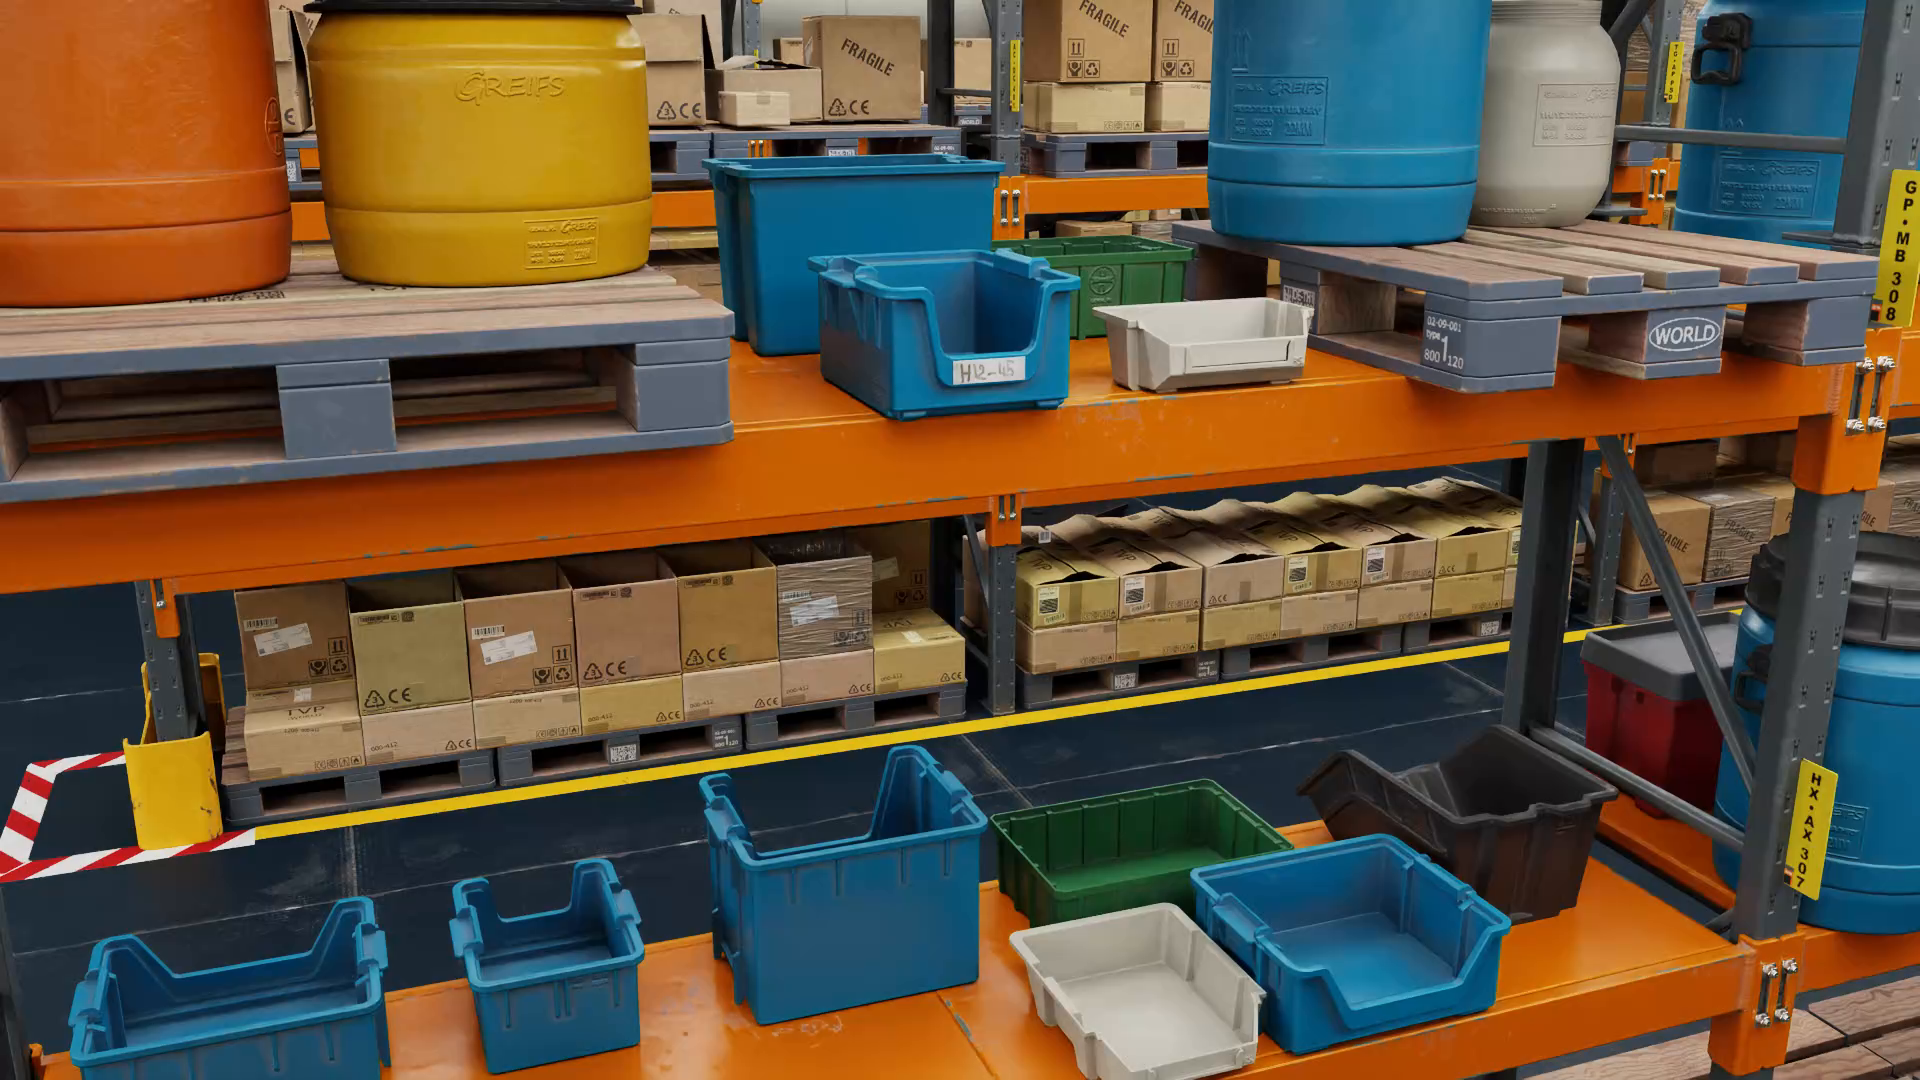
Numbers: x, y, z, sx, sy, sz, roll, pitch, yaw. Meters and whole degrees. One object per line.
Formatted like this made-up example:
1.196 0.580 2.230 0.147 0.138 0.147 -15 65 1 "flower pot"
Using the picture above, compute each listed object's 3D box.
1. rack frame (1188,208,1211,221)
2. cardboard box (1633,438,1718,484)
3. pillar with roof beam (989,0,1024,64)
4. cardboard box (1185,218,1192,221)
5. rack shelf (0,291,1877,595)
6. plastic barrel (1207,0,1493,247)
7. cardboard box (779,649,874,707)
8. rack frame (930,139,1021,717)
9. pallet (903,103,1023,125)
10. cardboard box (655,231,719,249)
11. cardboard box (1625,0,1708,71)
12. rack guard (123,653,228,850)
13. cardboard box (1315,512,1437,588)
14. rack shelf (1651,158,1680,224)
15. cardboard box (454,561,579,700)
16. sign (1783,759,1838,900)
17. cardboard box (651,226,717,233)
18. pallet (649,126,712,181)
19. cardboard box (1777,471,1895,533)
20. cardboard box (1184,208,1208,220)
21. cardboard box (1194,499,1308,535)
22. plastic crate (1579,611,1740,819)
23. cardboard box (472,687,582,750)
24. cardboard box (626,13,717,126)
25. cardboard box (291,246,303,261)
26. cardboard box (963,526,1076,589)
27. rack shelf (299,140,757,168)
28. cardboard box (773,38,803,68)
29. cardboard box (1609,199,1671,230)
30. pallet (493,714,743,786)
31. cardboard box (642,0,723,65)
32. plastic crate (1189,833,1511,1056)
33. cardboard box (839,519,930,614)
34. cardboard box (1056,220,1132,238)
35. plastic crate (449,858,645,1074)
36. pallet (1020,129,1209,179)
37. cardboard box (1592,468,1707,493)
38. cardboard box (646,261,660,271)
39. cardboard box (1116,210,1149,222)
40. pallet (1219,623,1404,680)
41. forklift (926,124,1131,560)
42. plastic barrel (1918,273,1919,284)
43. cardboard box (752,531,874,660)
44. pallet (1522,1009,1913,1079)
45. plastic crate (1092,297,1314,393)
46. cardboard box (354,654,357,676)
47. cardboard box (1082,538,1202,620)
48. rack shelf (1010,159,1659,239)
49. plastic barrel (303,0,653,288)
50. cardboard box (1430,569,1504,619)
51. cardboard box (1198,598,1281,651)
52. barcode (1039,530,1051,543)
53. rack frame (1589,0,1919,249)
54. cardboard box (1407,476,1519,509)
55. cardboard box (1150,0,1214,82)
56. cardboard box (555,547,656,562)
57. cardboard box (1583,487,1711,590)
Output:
2.020 -2.336 14.730 0.127 3.000 1.000 -6 17 -20 "rack frame"
4.636 -0.567 11.032 0.500 0.250 0.500 -5 17 -18 "cardboard box"
2.037 -4.178 10.356 0.400 9.000 9.100 -6 17 -20 "pillar with roof beam"
2.366 -2.653 15.069 0.500 0.500 0.500 -6 17 -20 "cardboard box"
-0.038 -0.219 3.472 4.000 0.370 1.077 -6 17 -20 "rack shelf"
0.862 -1.135 3.682 0.708 0.901 0.600 -6 17 -20 "plastic barrel"
-0.765 0.640 8.730 0.500 0.250 0.500 -6 17 -20 "cardboard box"
0.061 -0.630 8.919 0.127 3.000 1.000 -6 17 -20 "rack frame"
-0.134 -3.422 13.436 1.003 0.211 1.213 -6 17 -20 "pallet"
-2.046 -2.101 12.830 0.500 0.500 0.500 -6 17 -20 "cardboard box"
4.205 -3.042 9.859 0.500 0.500 0.500 -6 17 -20 "cardboard box"
-3.697 0.975 7.890 0.348 0.500 1.175 -6 17 -20 "rack guard"
2.439 0.037 9.786 0.500 0.311 0.500 -6 17 -20 "cardboard box"
5.663 -2.329 10.658 4.000 0.370 1.077 -6 17 -20 "rack shelf"
-2.166 0.431 8.110 0.500 0.500 0.500 -6 17 -20 "cardboard box"
2.016 0.687 3.944 0.005 0.325 0.100 -6 17 -20 "sign"
-2.229 -2.238 13.295 0.500 0.500 0.500 -7 18 -21 "cardboard box"
-1.864 -1.812 7.778 1.213 0.211 1.003 -6 17 -20 "pallet"
5.766 -0.173 11.019 0.500 0.500 0.500 -7 18 -22 "cardboard box"
2.350 -3.010 14.953 0.500 0.250 0.500 -6 17 -19 "cardboard box"
1.757 -0.051 10.087 0.500 0.311 0.500 -6 18 -21 "cardboard box"
2.172 0.514 4.911 0.583 0.464 0.402 -6 17 -20 "plastic crate"
-2.162 0.794 8.205 0.500 0.250 0.500 -6 17 -20 "cardboard box"
-1.522 -2.254 7.951 0.637 0.503 0.797 -4 17 -14 "cardboard box"
-4.897 -1.796 11.790 0.500 0.500 0.500 -6 17 -20 "cardboard box"
0.336 0.103 9.564 0.500 0.311 0.500 -6 17 -20 "cardboard box"
-3.583 -2.825 12.348 4.000 0.370 1.077 -6 17 -20 "rack shelf"
-1.176 -3.656 12.976 0.500 0.500 0.500 -4 17 -12 "cardboard box"
6.267 -2.934 16.232 0.700 0.700 0.980 -6 17 -19 "cardboard box"
-1.838 0.901 8.654 1.213 0.211 1.003 -6 17 -20 "pallet"
-2.086 -3.787 12.361 0.500 0.500 0.500 -8 18 -25 "cardboard box"
0.893 0.928 3.878 0.616 0.251 0.499 -6 17 -20 "plastic crate"
-0.484 0.093 9.263 0.500 0.500 0.500 -6 17 -20 "cardboard box"
1.072 -2.482 14.267 0.500 0.500 0.700 -8 18 -25 "cardboard box"
-0.937 0.955 3.785 0.408 0.251 0.499 -6 17 -20 "plastic crate"
0.880 -2.070 8.838 1.217 0.209 0.805 -7 18 -22 "pallet"
4.585 -0.201 11.114 0.500 0.500 0.500 -5 17 -18 "cardboard box"
-1.757 -1.102 8.047 0.500 0.500 0.700 -6 17 -20 "cardboard box"
1.413 -2.827 14.293 0.250 0.149 0.380 -9 19 -29 "cardboard box"
1.876 0.499 10.023 1.213 0.211 1.003 -6 17 -20 "pallet"
0.488 -1.294 11.303 3.031 2.935 1.130 13 21 37 "forklift"
2.837 -1.180 4.580 0.600 0.901 0.600 0 16 0 "plastic barrel"
-0.765 0.280 8.626 0.500 0.500 0.500 -6 17 -20 "cardboard box"
2.549 1.922 5.177 1.213 0.211 1.003 -6 17 -20 "pallet"
0.475 -0.371 3.181 0.396 0.136 0.243 -6 17 -20 "plastic crate"
-2.817 0.706 8.506 0.500 0.250 0.500 -6 17 -20 "cardboard box"
1.005 0.194 9.254 0.500 0.311 0.500 -6 18 -21 "cardboard box"
1.928 -1.926 9.285 4.000 0.370 1.077 -6 17 -20 "rack shelf"
-0.887 -0.802 3.104 0.600 0.588 0.600 0 16 0 "plastic barrel"
2.912 0.255 10.042 0.500 0.250 0.500 -6 18 -21 "cardboard box"
1.486 0.408 9.519 0.500 0.250 0.500 -7 18 -22 "cardboard box"
0.448 -0.018 8.789 0.075 0.075 0.001 -6 17 -20 "barcode"
1.830 -2.205 3.635 0.127 3.000 1.000 -6 17 -20 "rack frame"
3.202 -0.209 10.625 0.500 0.311 0.500 -6 17 -18 "cardboard box"
1.174 -2.674 8.746 0.500 0.500 0.500 -4 17 -15 "cardboard box"
-1.884 0.244 8.746 0.500 0.500 0.500 -6 17 -20 "cardboard box"
4.323 -0.016 10.483 0.500 0.500 0.500 -5 17 -18 "cardboard box"
